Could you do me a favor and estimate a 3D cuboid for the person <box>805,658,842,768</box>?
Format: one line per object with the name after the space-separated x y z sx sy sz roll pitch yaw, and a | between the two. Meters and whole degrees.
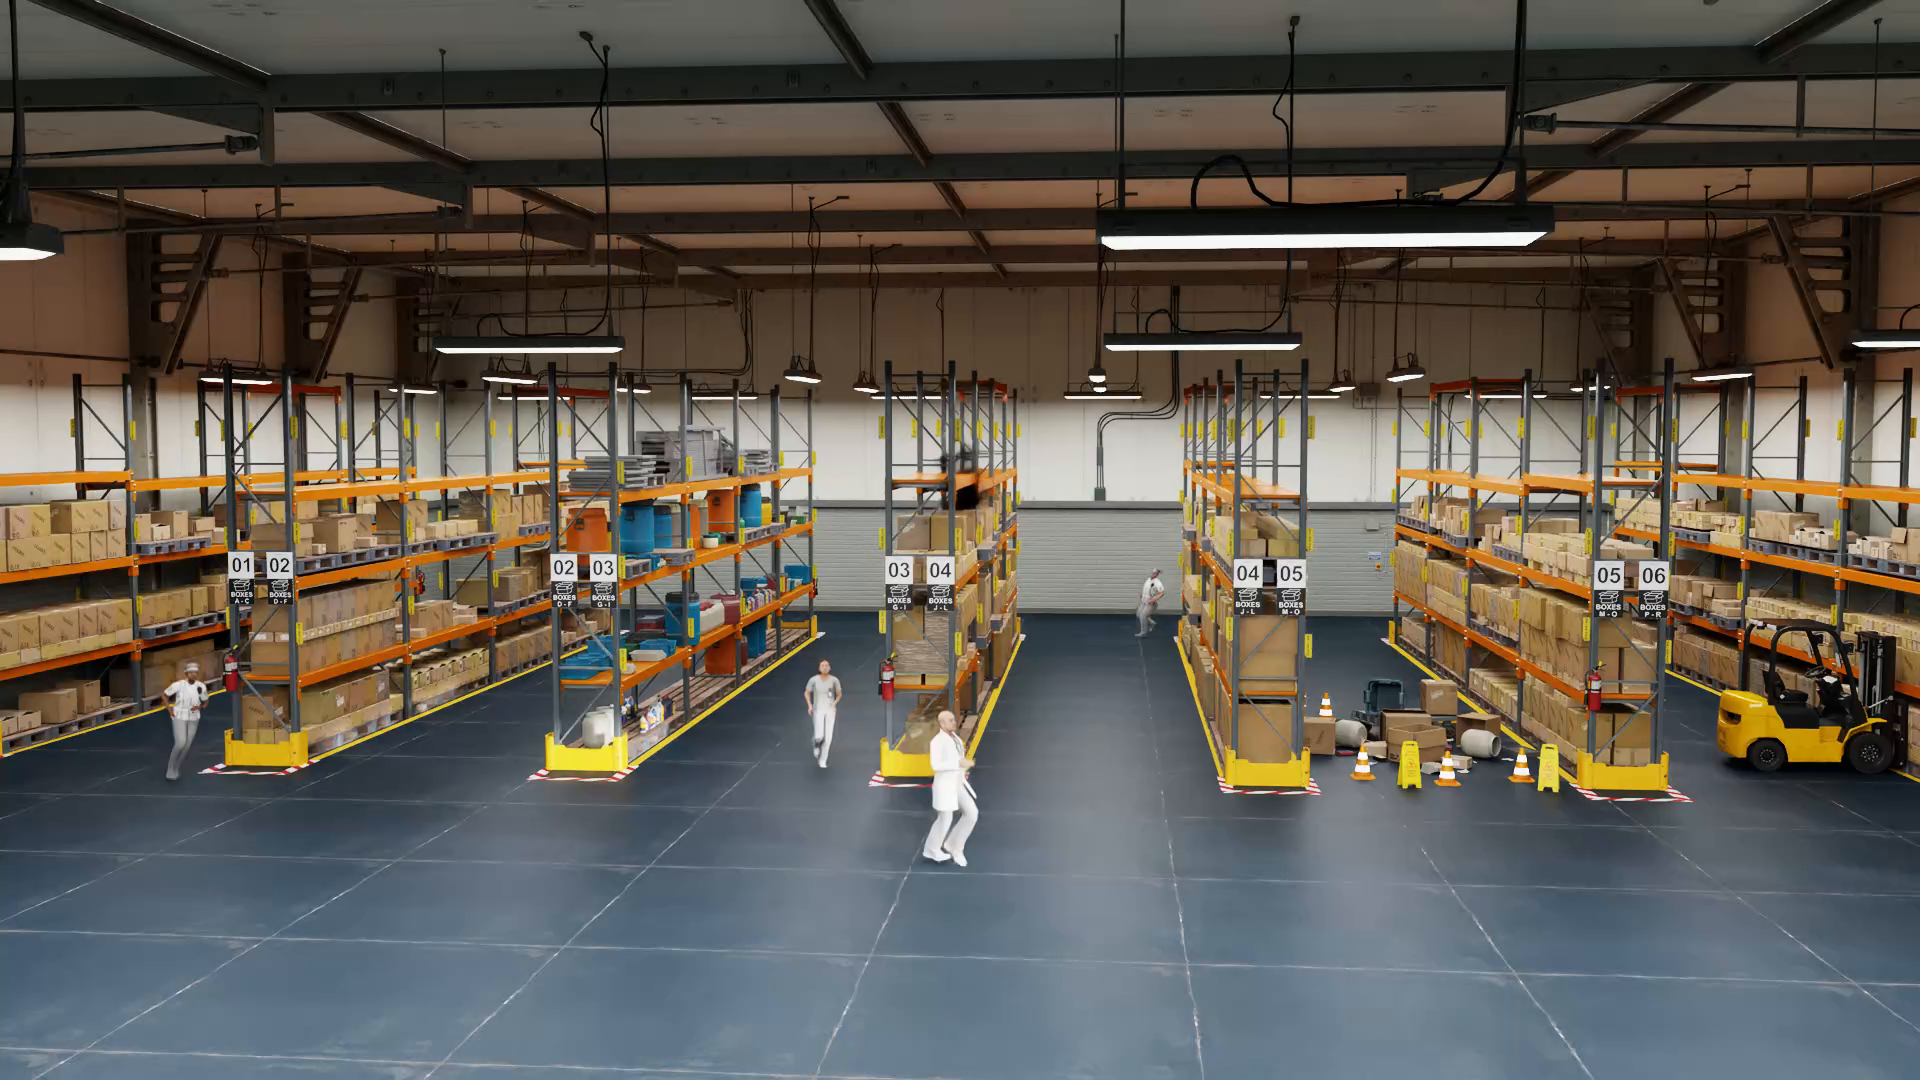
-2.026 2.568 24.740 0.550 1.621 0.545 -1 4 -10 | person

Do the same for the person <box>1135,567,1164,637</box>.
4.602 1.500 40.219 0.599 1.712 0.692 -2 4 -29 | person

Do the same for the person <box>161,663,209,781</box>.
-11.145 2.606 23.957 0.604 1.696 0.587 4 5 44 | person

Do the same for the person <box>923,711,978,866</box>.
-0.093 2.868 19.117 0.755 1.814 0.688 3 5 35 | person
